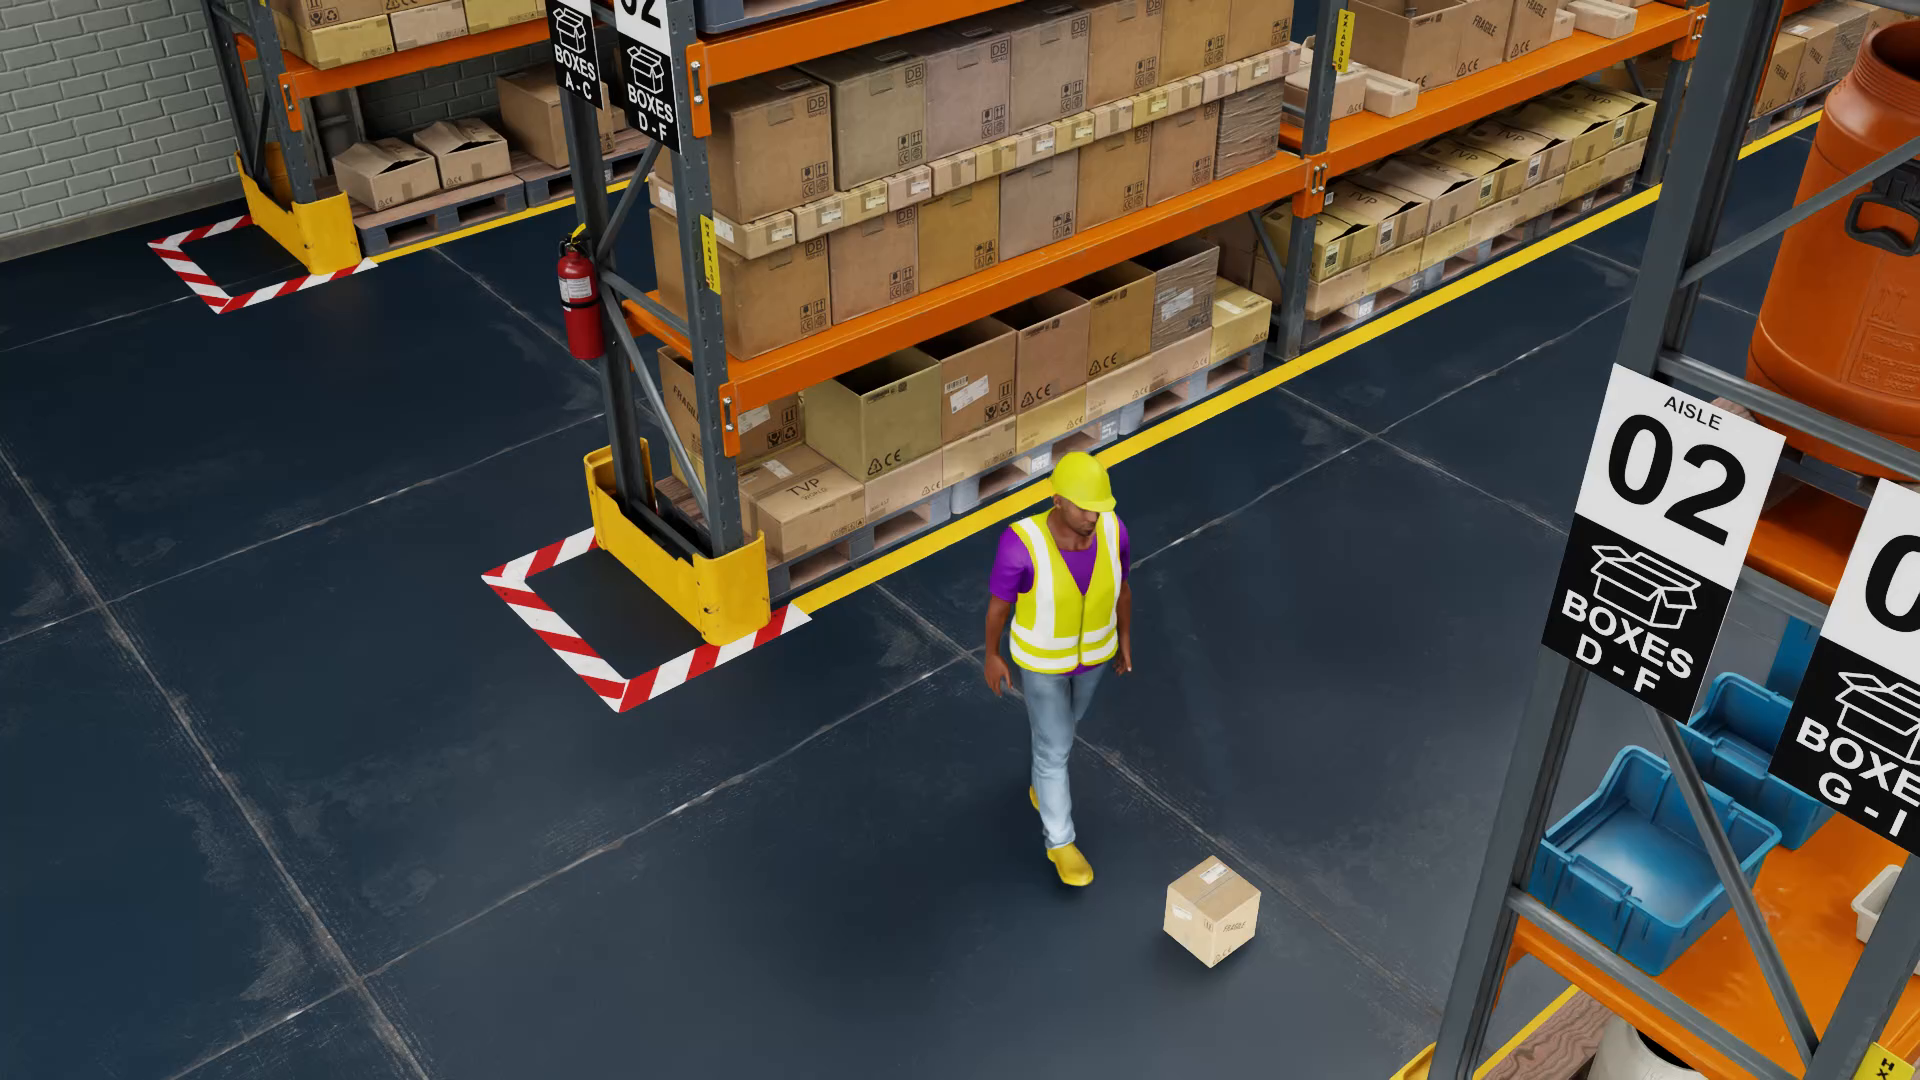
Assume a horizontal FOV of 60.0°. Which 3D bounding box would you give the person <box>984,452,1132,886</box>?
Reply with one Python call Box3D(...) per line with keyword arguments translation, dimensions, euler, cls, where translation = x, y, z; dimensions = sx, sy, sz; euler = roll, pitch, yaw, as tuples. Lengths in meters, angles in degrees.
Box3D(translation=(0.436, 0.478, 6.393), dimensions=(0.601, 1.753, 0.773), euler=(-13, 38, -18), cls="person")
